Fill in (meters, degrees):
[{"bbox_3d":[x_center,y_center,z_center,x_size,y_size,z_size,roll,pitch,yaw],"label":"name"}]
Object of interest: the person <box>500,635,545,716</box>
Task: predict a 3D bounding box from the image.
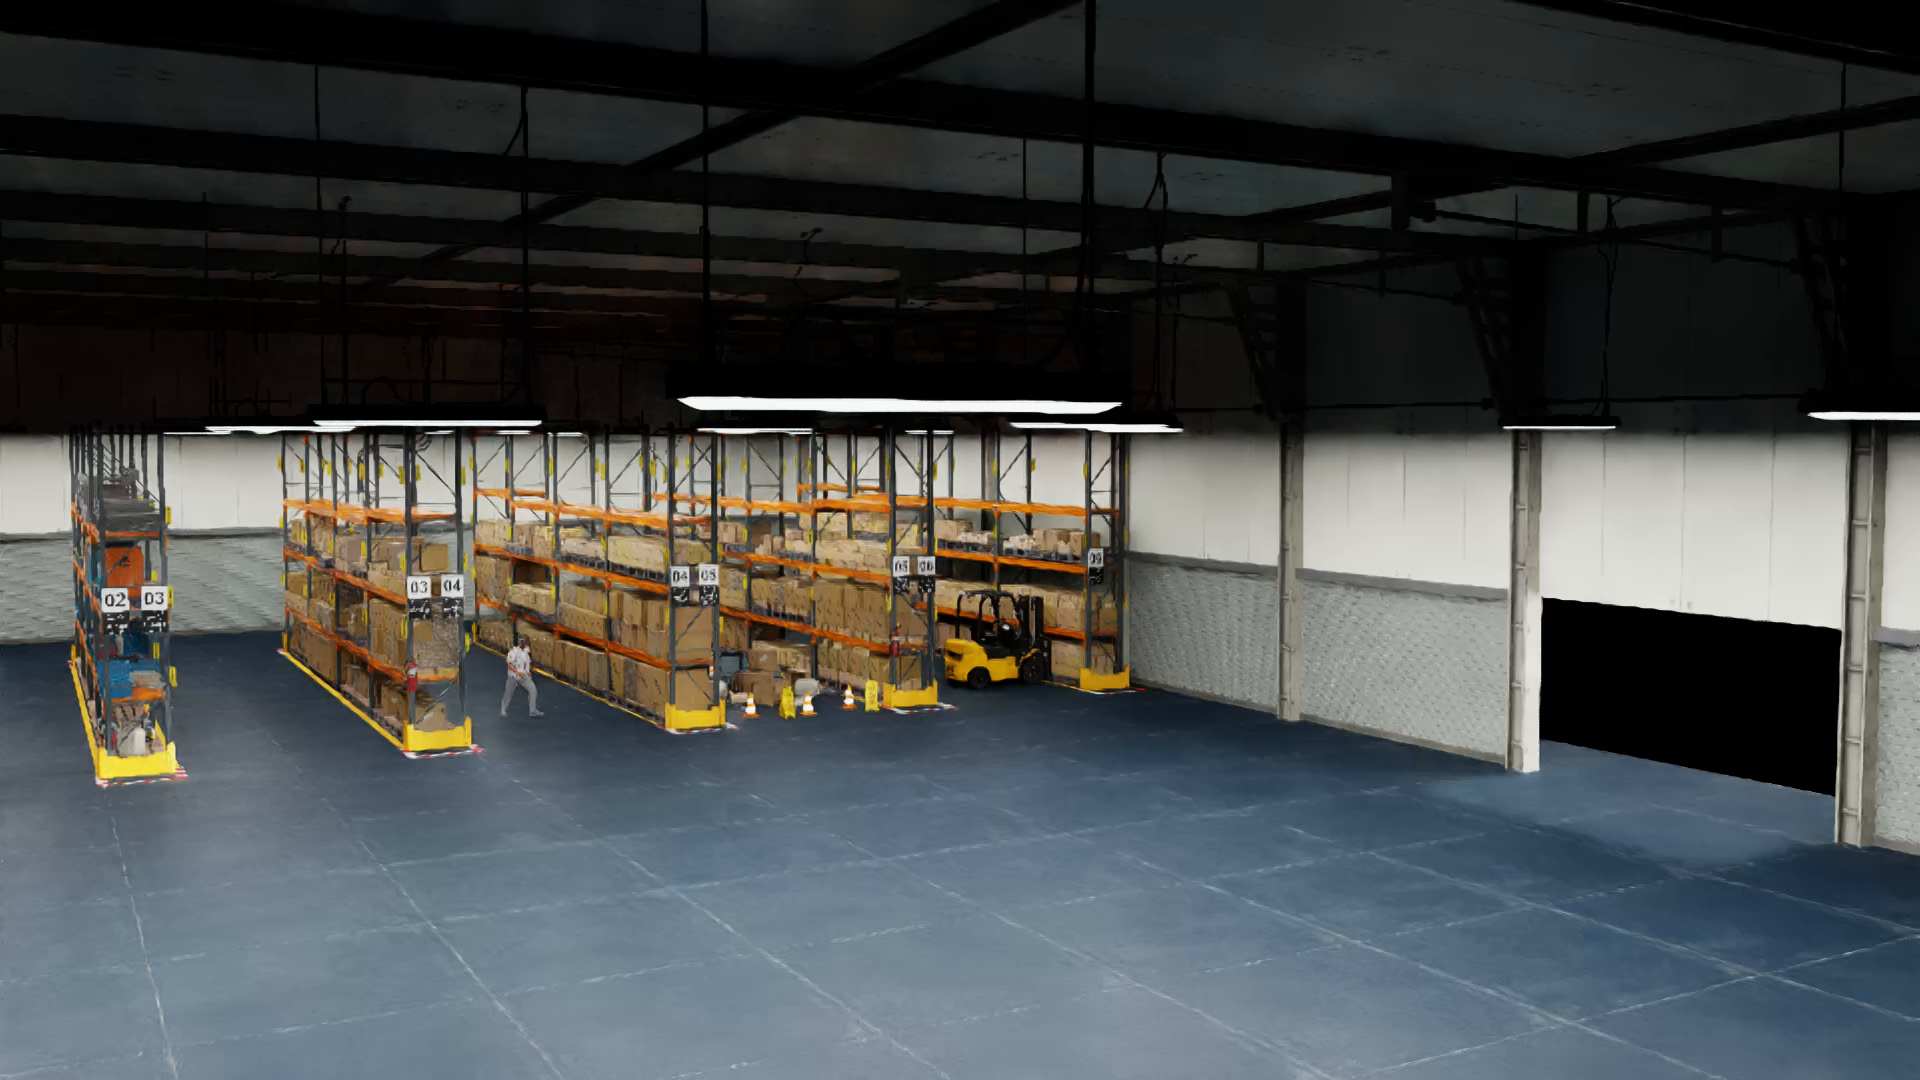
[{"bbox_3d":[-9.025,2.763,34.073,0.855,1.686,0.700,3,5,43],"label":"person"}]
